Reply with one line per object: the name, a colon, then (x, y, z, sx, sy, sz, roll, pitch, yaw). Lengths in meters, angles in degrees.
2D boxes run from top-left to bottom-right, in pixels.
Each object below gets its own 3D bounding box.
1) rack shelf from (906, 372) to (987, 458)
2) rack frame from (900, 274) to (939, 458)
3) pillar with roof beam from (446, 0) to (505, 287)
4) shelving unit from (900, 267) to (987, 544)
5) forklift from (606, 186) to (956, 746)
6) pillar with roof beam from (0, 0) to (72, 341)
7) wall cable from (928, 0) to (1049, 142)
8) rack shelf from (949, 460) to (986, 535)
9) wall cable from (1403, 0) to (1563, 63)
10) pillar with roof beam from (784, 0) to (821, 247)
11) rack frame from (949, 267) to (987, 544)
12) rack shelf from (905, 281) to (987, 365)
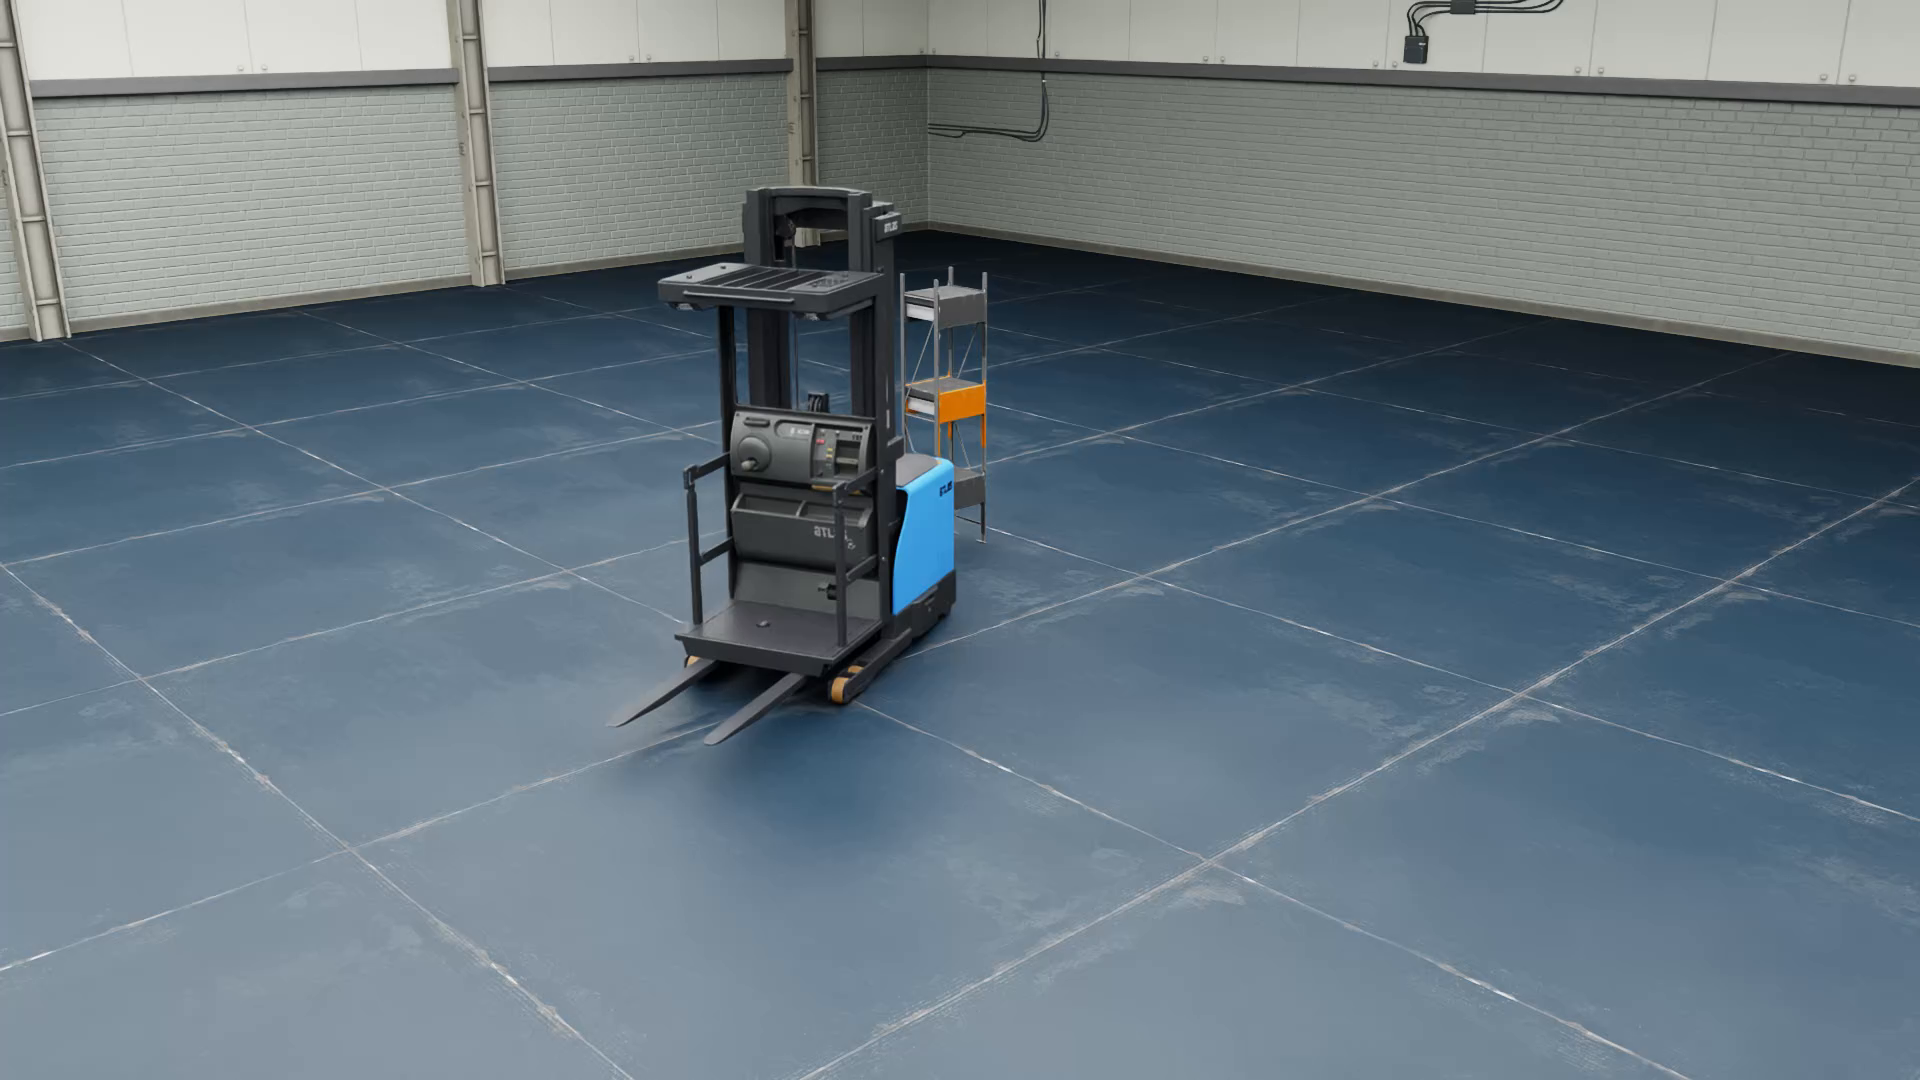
rack shelf: (-0.120, -0.951, 12.557, 0.480, 0.518, 0.431, -16, 24, -41)
rack frame: (-0.298, -0.912, 12.393, 0.015, 2.100, 0.400, -16, 24, -41)
pillar with roof beam: (-4.052, -7.120, 20.355, 0.400, 9.000, 9.100, -16, 24, -41)
shelving unit: (-0.120, -0.964, 12.553, 0.503, 2.100, 0.431, -16, 24, -41)
forklift: (-1.056, -0.557, 9.949, 1.130, 2.935, 3.031, 7, 19, 21)
pillar with roof beam: (-8.412, -5.849, 16.434, 0.400, 9.000, 9.100, -16, 24, -41)
wall cable: (0.399, -8.207, 28.742, 0.112, 2.526, 3.097, -16, 24, -41)
rack shelf: (-0.120, -0.285, 12.773, 0.480, 0.518, 0.431, -16, 24, -41)
wall cable: (6.910, -9.171, 21.167, 0.169, 6.003, 2.305, -16, 24, -41)
pillar with roof beam: (0.308, -8.392, 24.276, 0.400, 9.000, 9.100, -16, 24, -41)
rack frame: (0.057, -1.015, 12.712, 0.015, 2.100, 0.400, -16, 24, -41)
rack shelf: (-0.120, -1.617, 12.341, 0.480, 0.518, 0.431, -16, 24, -41)
